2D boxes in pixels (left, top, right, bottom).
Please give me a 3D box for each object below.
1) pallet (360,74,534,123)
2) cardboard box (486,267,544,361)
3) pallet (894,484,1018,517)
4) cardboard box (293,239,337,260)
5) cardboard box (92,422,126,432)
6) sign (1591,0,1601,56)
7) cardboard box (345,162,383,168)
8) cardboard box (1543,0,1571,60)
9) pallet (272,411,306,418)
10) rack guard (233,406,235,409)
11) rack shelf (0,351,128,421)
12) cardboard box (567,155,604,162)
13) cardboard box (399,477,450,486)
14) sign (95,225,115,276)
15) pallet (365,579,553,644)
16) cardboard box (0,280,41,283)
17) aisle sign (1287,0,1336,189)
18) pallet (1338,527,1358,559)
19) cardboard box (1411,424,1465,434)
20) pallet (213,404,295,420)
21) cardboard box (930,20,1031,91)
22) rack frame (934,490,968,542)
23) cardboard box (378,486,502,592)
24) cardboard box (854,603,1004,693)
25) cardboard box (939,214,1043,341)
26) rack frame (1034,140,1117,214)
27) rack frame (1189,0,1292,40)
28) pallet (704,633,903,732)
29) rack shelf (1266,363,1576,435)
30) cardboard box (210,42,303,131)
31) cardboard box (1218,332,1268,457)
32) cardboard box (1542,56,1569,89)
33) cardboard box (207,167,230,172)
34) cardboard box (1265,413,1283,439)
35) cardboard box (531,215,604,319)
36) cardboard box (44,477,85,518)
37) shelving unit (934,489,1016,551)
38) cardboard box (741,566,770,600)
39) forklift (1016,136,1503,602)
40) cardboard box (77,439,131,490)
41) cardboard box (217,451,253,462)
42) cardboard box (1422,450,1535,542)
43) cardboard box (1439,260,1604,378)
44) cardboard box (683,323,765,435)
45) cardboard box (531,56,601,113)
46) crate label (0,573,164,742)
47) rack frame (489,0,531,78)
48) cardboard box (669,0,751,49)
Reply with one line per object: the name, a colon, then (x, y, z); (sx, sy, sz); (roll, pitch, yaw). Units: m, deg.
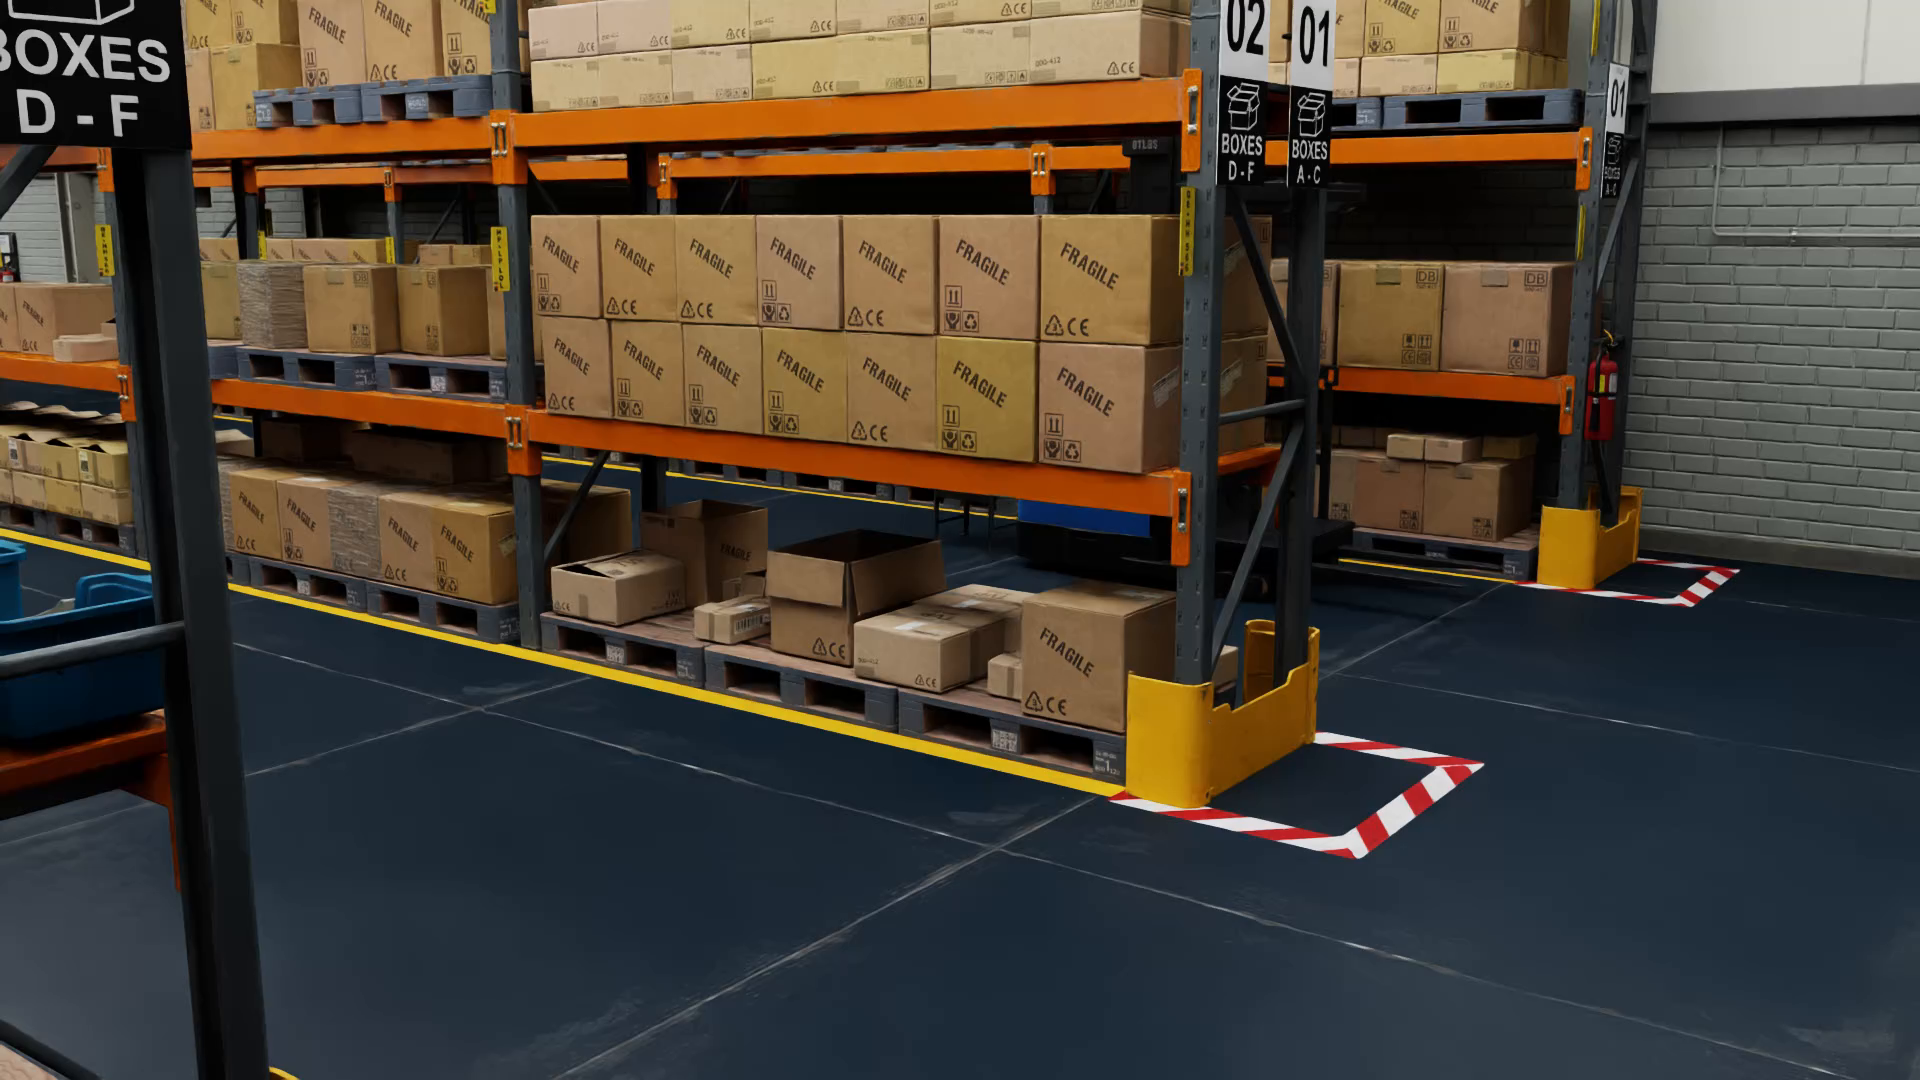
pallet: (-2.518, -2.422, 9.252); (1.003, 0.211, 1.213); (8, 13, 36)
cardboard box: (-2.283, -1.301, 9.487); (0.500, 0.500, 0.700); (3, 11, 16)
pallet: (0.229, -0.423, 13.660); (1.213, 0.211, 1.003); (8, 13, 36)
cardboard box: (-6.922, -3.040, 18.213); (0.500, 0.500, 0.500); (7, 13, 34)
cardboard box: (-6.344, -0.759, 12.710); (0.500, 0.311, 0.500); (7, 13, 34)
sign: (3.787, -3.054, 9.899); (0.005, 0.325, 0.100); (8, 13, 36)
cardboard box: (-6.108, -4.167, 17.459); (0.500, 0.500, 0.500); (8, 14, 37)
cardboard box: (3.674, -3.409, 10.906); (0.500, 0.500, 0.500); (7, 13, 33)
pallet: (-7.102, -1.454, 18.991); (1.213, 0.211, 1.003); (8, 13, 36)
rack guard: (-8.715, -1.830, 20.173); (0.348, 0.500, 1.175); (8, 13, 36)
rack shelf: (-6.870, -1.279, 12.639); (4.000, 0.370, 1.077); (8, 13, 36)
cardboard box: (-3.318, -3.860, 15.861); (0.637, 0.503, 0.797); (11, 15, 43)
cardboard box: (-3.114, -0.154, 10.351); (0.500, 0.500, 0.500); (8, 14, 36)
sign: (-5.583, -1.891, 10.858); (0.005, 0.325, 0.100); (8, 13, 36)
pallet: (-2.711, 0.325, 9.792); (1.213, 0.211, 1.003); (8, 13, 36)
cardboard box: (-7.448, -1.758, 12.958); (0.500, 0.500, 0.500); (9, 14, 40)
aisle sign: (1.419, -1.822, 6.706); (0.004, 0.787, 0.394); (8, 13, 36)
pallet: (2.450, -0.113, 12.059); (1.213, 0.211, 1.003); (8, 13, 36)
cardboard box: (3.307, -0.701, 11.525); (0.250, 0.149, 0.380); (8, 14, 36)
pallet: (-8.081, -1.592, 19.701); (1.213, 0.211, 1.003); (8, 13, 36)
cardboard box: (0.224, -1.983, 6.878); (0.500, 0.250, 0.500); (8, 13, 36)
rack frame: (-0.063, -1.040, 11.876); (0.015, 2.100, 0.400); (8, 13, 36)
cardboard box: (-2.994, -0.015, 9.634); (0.500, 0.500, 0.500); (8, 14, 36)
cardboard box: (-0.141, 0.491, 7.676); (0.500, 0.250, 0.500); (8, 13, 36)
cardboard box: (0.261, -1.113, 6.989); (0.500, 0.500, 0.500); (8, 14, 37)
rack frame: (0.896, -1.717, 13.006); (0.127, 3.000, 1.000); (8, 13, 36)
rack frame: (1.191, -3.454, 6.190); (0.127, 3.000, 1.000); (8, 13, 36)
pallet: (-0.493, 0.626, 8.241); (1.213, 0.211, 1.003); (8, 13, 36)
rack shelf: (2.508, -1.139, 11.912); (4.000, 0.370, 1.077); (8, 13, 36)
cardboard box: (-4.056, -2.770, 10.289); (0.500, 0.500, 0.910); (8, 13, 36)
cardboard box: (0.989, -0.648, 7.217); (0.500, 0.500, 0.500); (8, 14, 37)
cardboard box: (3.676, -3.041, 10.980); (0.500, 0.250, 0.500); (9, 14, 38)
cardboard box: (-8.243, -4.456, 18.951); (0.500, 0.500, 0.500); (9, 14, 39)
cardboard box: (2.280, -0.844, 12.263); (0.250, 0.149, 0.380); (8, 14, 36)
cardboard box: (-1.820, -1.402, 8.483); (0.500, 0.500, 0.500); (8, 14, 37)
cardboard box: (-6.243, -0.343, 12.040); (0.500, 0.250, 0.500); (8, 13, 35)
shelving unit: (0.133, -1.012, 11.734); (0.503, 2.100, 0.431); (8, 13, 36)
cardboard box: (-0.802, 0.251, 8.755); (0.500, 0.311, 0.500); (8, 13, 36)
forklift: (1.858, -1.176, 10.393); (3.031, 2.935, 1.130); (8, 14, 36)
cardboard box: (-5.825, -0.560, 11.686); (0.500, 0.311, 0.500); (8, 14, 37)
cardboard box: (-5.060, -0.302, 11.114); (0.500, 0.500, 0.500); (9, 14, 38)
cardboard box: (3.496, -0.309, 11.207); (0.500, 0.500, 0.700); (8, 13, 36)
cardboard box: (3.703, -1.470, 10.942); (0.700, 0.700, 0.980); (9, 14, 38)
cardboard box: (-0.968, -0.794, 7.975); (0.500, 0.500, 0.500); (8, 13, 35)
cardboard box: (-1.788, -2.264, 8.335); (0.500, 0.250, 0.500); (8, 13, 36)
crate label: (-1.749, 0.224, 3.256); (0.303, 0.233, 0.416); (8, 13, 36)
rack frame: (-2.033, -3.903, 8.514); (0.127, 3.000, 1.000); (8, 13, 36)
cardboard box: (-0.988, -2.396, 7.698); (0.500, 0.250, 0.500); (8, 13, 36)
